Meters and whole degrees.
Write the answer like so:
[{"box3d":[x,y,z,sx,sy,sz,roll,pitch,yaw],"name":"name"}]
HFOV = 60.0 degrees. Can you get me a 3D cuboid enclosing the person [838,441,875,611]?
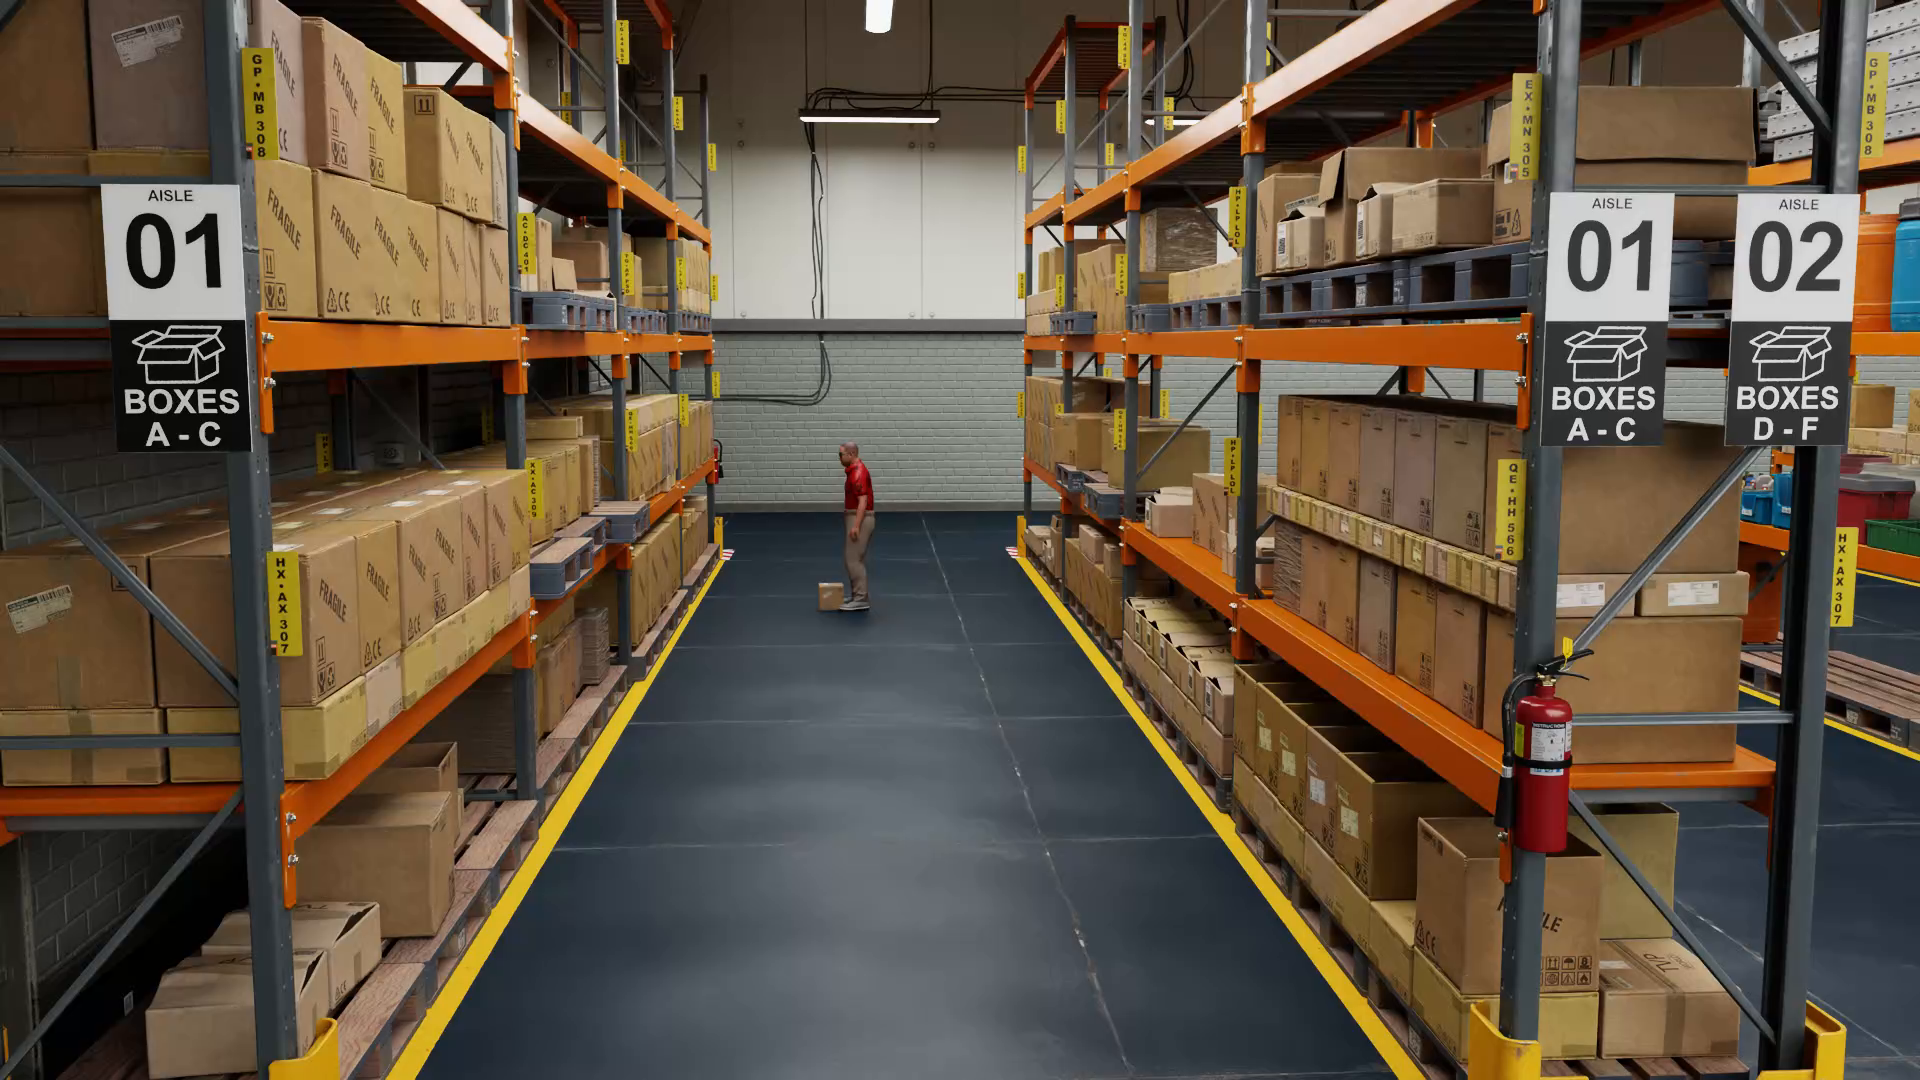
[{"box3d":[-1.075,-0.153,17.086,0.393,1.725,0.596,-1,7,-7],"name":"person"}]
